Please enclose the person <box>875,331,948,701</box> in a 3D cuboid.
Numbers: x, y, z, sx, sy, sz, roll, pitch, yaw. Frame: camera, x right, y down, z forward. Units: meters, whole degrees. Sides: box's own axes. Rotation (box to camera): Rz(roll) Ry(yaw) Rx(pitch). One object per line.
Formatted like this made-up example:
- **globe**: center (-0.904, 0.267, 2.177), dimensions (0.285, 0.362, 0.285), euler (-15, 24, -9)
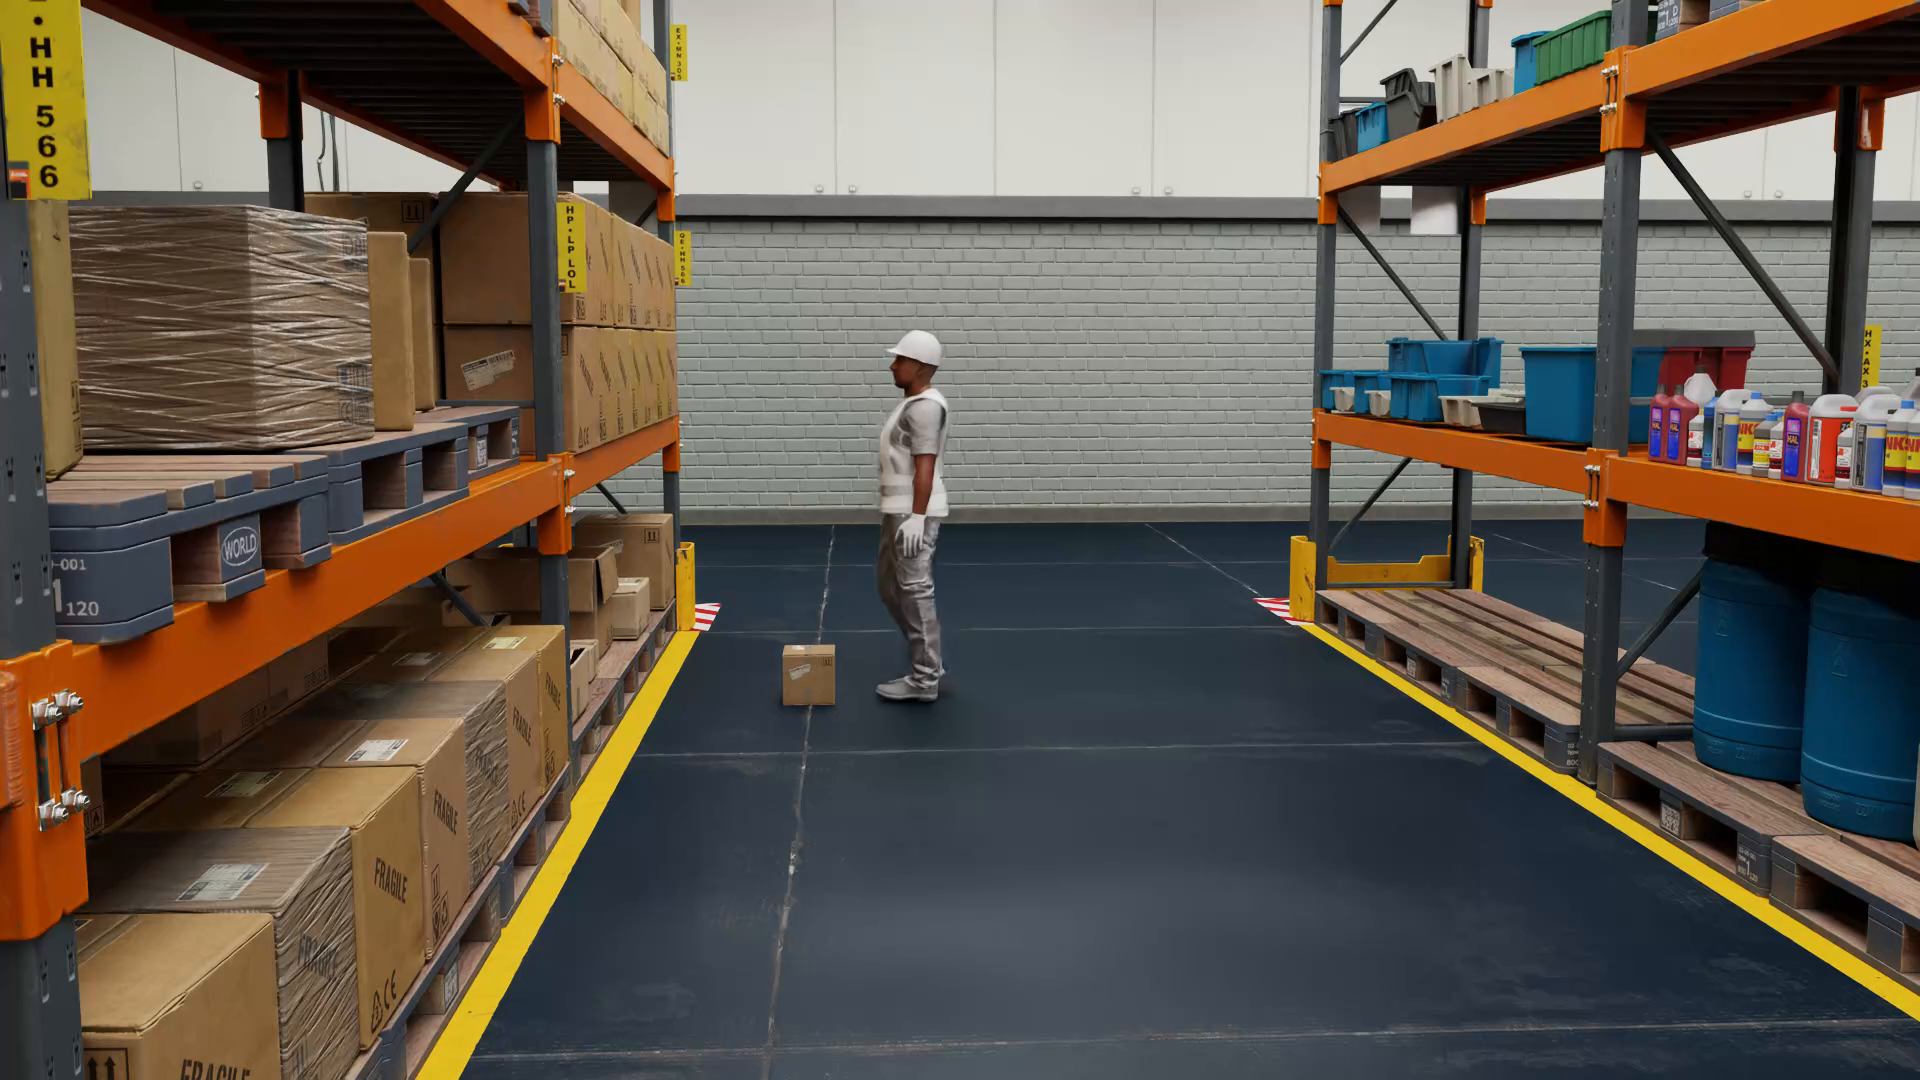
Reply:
- **person**: center (-0.235, -0.109, 8.046), dimensions (0.359, 1.794, 0.575), euler (0, 7, -4)
